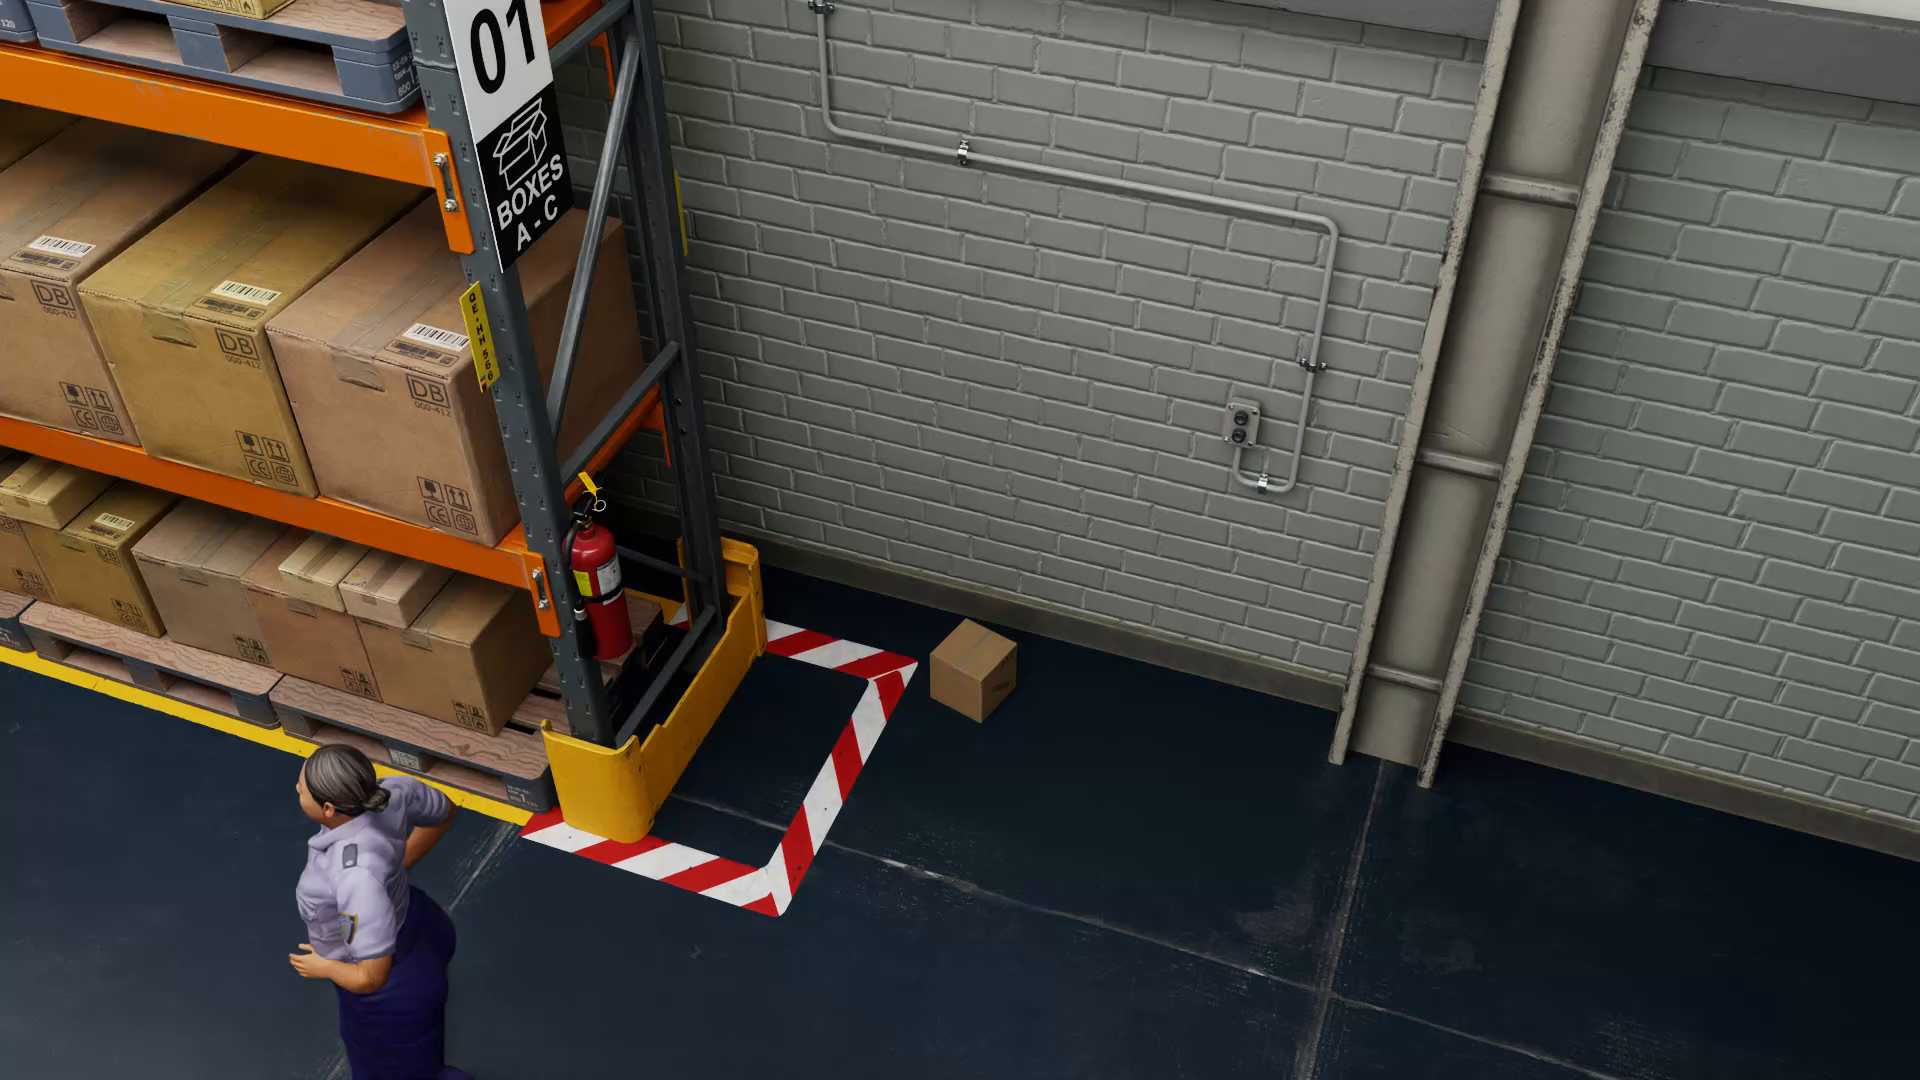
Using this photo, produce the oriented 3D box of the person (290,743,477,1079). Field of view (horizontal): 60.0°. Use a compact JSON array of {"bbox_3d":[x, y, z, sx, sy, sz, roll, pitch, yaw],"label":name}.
[{"bbox_3d":[-1.661,1.232,4.793,0.772,1.647,0.722,-3,42,-4],"label":"person"}]
